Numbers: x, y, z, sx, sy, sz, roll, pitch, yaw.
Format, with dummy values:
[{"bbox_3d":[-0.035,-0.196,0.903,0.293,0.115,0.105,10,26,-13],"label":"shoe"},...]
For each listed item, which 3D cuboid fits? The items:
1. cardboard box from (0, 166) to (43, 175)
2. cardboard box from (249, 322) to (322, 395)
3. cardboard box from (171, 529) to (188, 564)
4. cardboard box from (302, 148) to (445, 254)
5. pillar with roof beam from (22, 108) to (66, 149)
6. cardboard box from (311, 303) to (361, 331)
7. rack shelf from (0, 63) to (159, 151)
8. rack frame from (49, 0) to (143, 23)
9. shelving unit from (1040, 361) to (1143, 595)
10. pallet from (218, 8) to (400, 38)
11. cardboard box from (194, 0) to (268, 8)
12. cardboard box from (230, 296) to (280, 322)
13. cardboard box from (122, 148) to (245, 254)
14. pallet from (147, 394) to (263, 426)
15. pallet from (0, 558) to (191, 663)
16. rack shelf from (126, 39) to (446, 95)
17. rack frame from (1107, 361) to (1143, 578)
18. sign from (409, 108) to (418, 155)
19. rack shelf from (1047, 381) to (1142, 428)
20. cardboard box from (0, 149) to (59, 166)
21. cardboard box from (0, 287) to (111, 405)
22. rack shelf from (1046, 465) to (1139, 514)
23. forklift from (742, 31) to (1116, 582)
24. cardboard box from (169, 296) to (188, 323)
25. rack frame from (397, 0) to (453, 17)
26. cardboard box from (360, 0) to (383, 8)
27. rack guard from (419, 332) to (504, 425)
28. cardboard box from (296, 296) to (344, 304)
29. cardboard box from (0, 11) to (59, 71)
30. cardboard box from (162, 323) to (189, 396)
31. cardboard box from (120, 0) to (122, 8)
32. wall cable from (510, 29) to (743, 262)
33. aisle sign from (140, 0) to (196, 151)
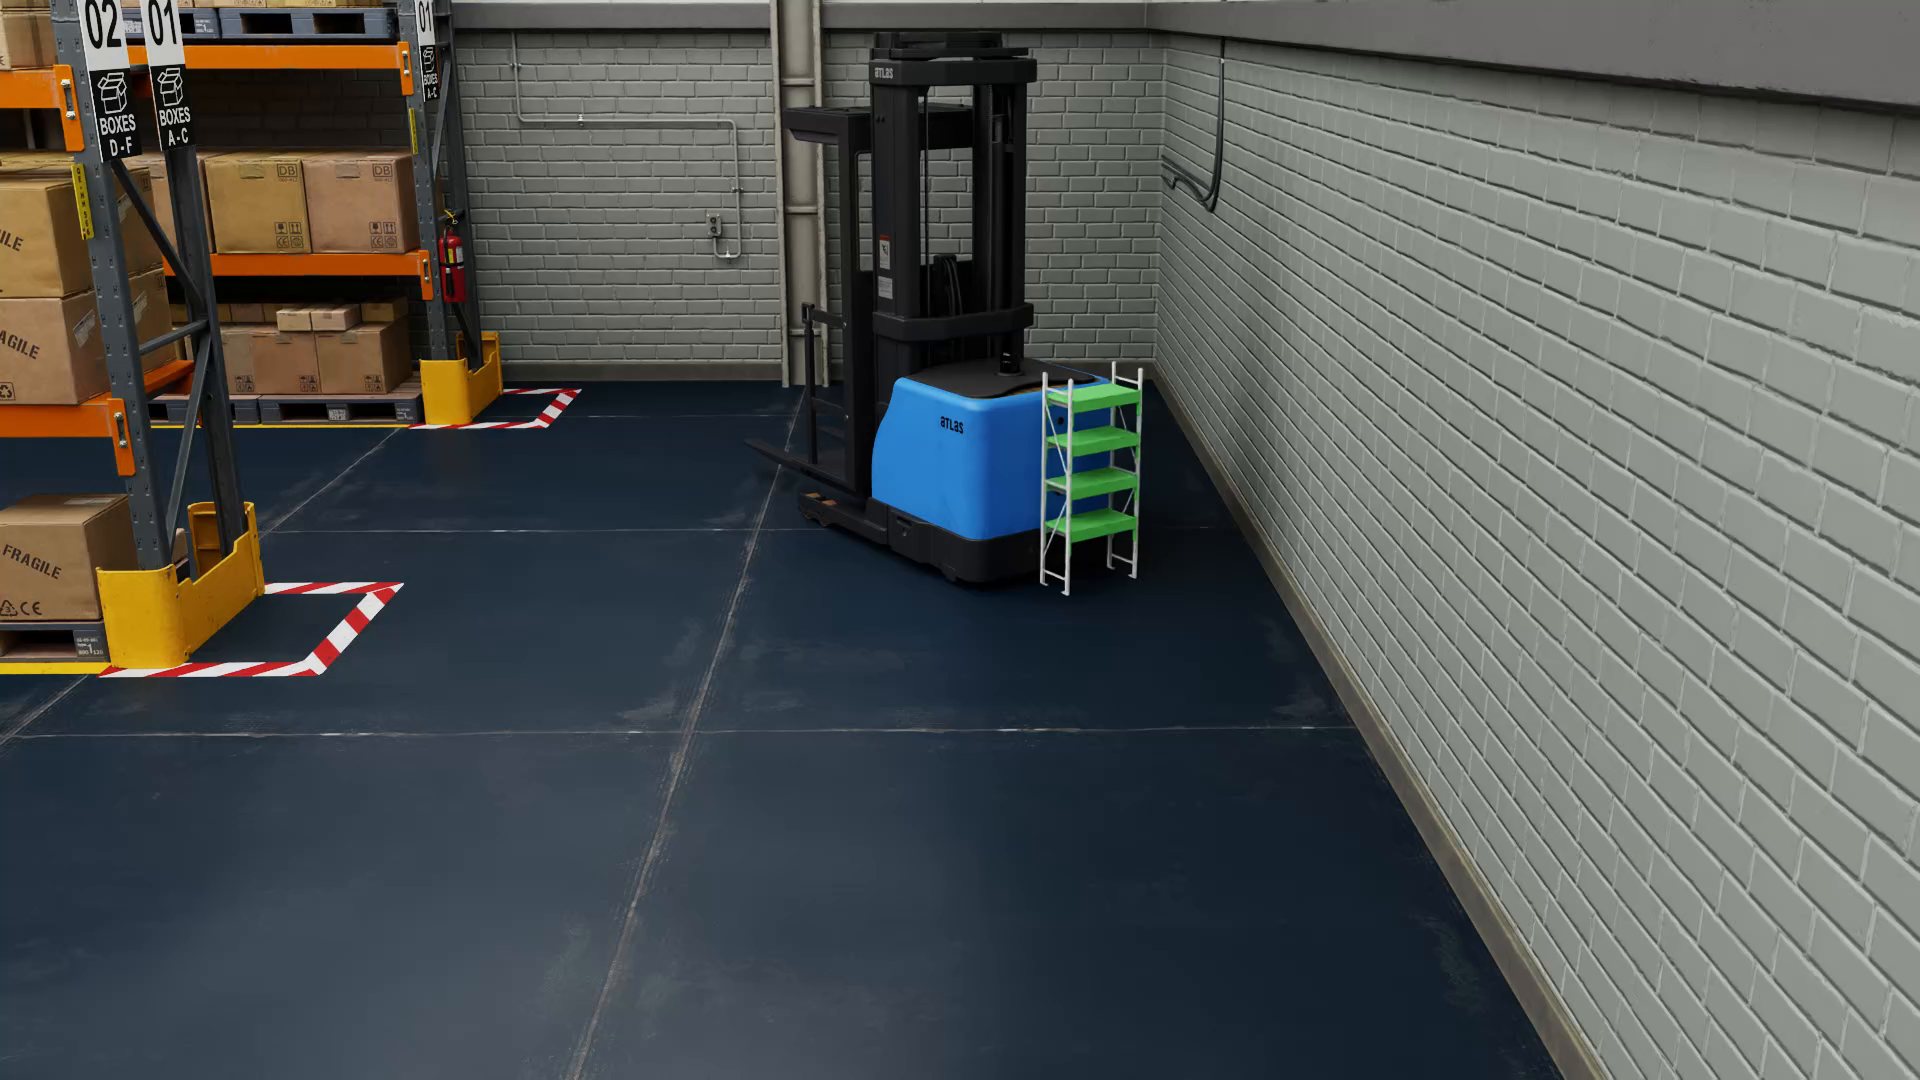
[{"bbox_3d":[-4.883,-1.577,8.254,0.500,0.500,0.500,0,18,0],"label":"cardboard box"},{"bbox_3d":[-5.193,-1.466,13.113,0.500,0.500,0.700,0,18,-1],"label":"cardboard box"},{"bbox_3d":[-4.337,0.065,8.882,0.250,0.149,0.380,0,18,-1],"label":"cardboard box"},{"bbox_3d":[-4.504,-2.630,12.846,0.700,0.700,0.980,1,18,2],"label":"cardboard box"},{"bbox_3d":[-7.240,-4.283,8.668,0.400,9.000,9.100,0,18,-1],"label":"pillar with roof beam"},{"bbox_3d":[-4.818,-1.721,12.846,0.250,0.149,0.380,0,18,-2],"label":"cardboard box"},{"bbox_3d":[-5.912,-2.056,7.814,4.000,0.370,1.077,0,18,-1],"label":"rack shelf"},{"bbox_3d":[-3.912,-3.837,7.276,0.127,3.000,1.000,0,18,-1],"label":"rack frame"},{"bbox_3d":[0.720,-0.342,9.148,0.503,1.200,0.258,-12,21,-34],"label":"shelving unit"},{"bbox_3d":[-4.736,-3.872,12.443,1.213,0.211,1.003,0,18,-1],"label":"pallet"},{"bbox_3d":[-5.243,-4.010,12.121,0.500,0.250,0.500,-1,18,-3],"label":"cardboard box"},{"bbox_3d":[-5.582,-1.834,13.198,0.250,0.149,0.380,0,18,0],"label":"cardboard box"},{"bbox_3d":[-5.994,-2.623,12.821,0.700,0.700,0.980,-1,18,-4],"label":"cardboard box"},{"bbox_3d":[-6.009,-1.133,13.233,1.213,0.211,1.003,0,18,-1],"label":"pallet"},{"bbox_3d":[-4.786,0.352,8.604,1.213,0.211,1.003,0,18,-1],"label":"pallet"},{"bbox_3d":[-5.994,-3.569,12.530,4.000,0.370,1.077,0,18,-1],"label":"rack shelf"},{"bbox_3d":[0.919,-0.385,9.283,0.015,1.200,0.240,-12,21,-34],"label":"rack frame"},{"bbox_3d":[-4.000,-2.991,12.179,0.005,0.325,0.100,0,18,-1],"label":"sign"},{"bbox_3d":[0.719,-0.739,9.022,0.480,0.148,0.258,-12,21,-34],"label":"rack shelf"},{"bbox_3d":[-7.451,-2.614,12.795,0.700,0.700,0.980,0,18,0],"label":"cardboard box"},{"bbox_3d":[-4.356,-0.943,7.911,0.500,0.500,0.500,0,18,1],"label":"cardboard box"},{"bbox_3d":[0.720,-0.281,9.167,0.480,0.148,0.258,-12,21,-34],"label":"rack shelf"},{"bbox_3d":[-0.361,-1.553,10.090,1.130,2.935,3.031,-12,21,-33],"label":"forklift"},{"bbox_3d":[-6.092,-1.832,13.190,0.250,0.149,0.380,-1,18,-2],"label":"cardboard box"},{"bbox_3d":[-3.994,-5.350,11.992,0.127,3.000,1.000,0,18,-1],"label":"rack frame"},{"bbox_3d":[-4.728,-4.169,12.617,0.500,0.250,0.500,1,18,2],"label":"cardboard box"},{"bbox_3d":[-3.970,-1.303,13.291,0.348,0.500,1.175,0,18,-1],"label":"rack guard"},{"bbox_3d":[-5.077,-1.837,13.205,0.250,0.149,0.380,0,18,-1],"label":"cardboard box"},{"bbox_3d":[-4.422,-2.254,7.498,0.500,0.250,0.500,0,18,-1],"label":"cardboard box"},{"bbox_3d":[-6.229,-1.459,13.090,0.500,0.500,0.700,0,18,0],"label":"cardboard box"},{"bbox_3d":[-6.276,-4.004,12.102,0.500,0.250,0.500,-1,18,-2],"label":"cardboard box"},{"bbox_3d":[-2.729,-3.272,13.673,1.851,1.984,0.084,0,18,-1],"label":"wall cable"},{"bbox_3d":[-3.849,-2.308,8.076,0.004,0.787,0.394,0,18,-1],"label":"aisle sign"}]
